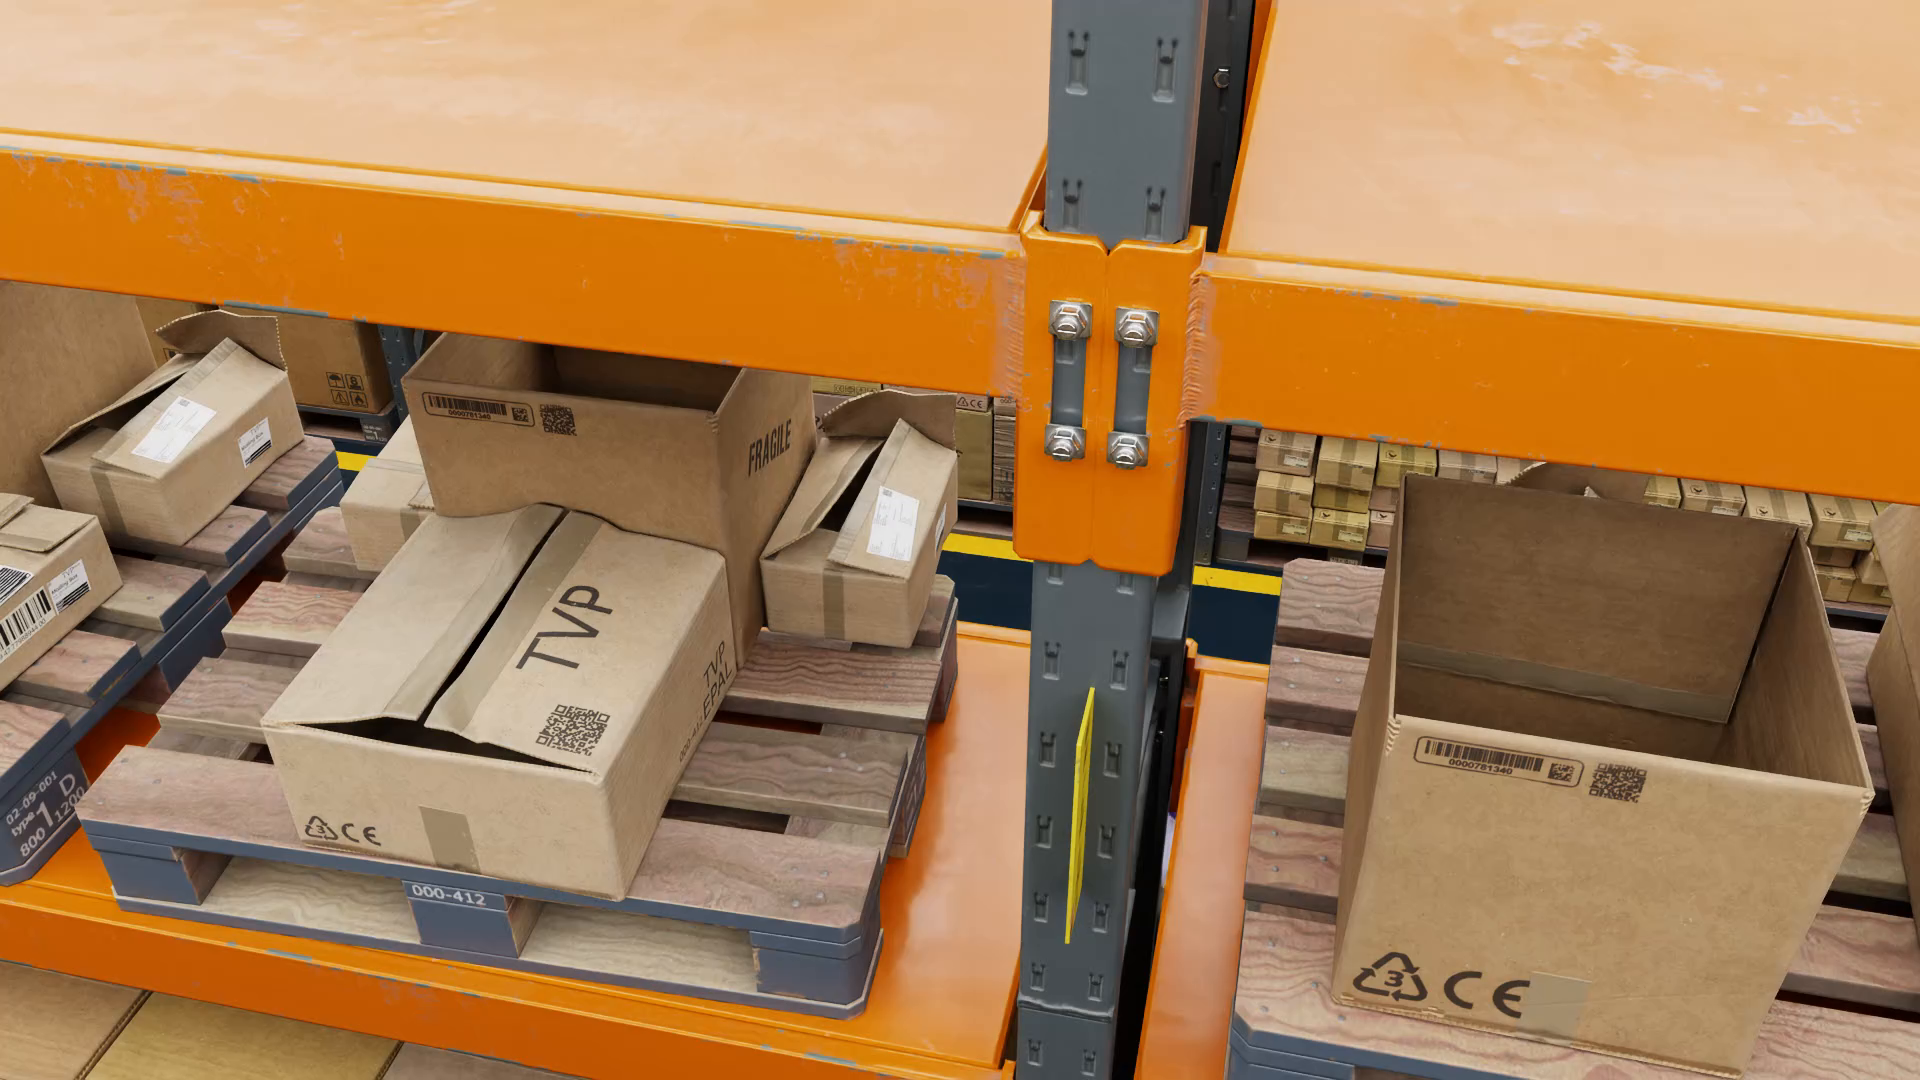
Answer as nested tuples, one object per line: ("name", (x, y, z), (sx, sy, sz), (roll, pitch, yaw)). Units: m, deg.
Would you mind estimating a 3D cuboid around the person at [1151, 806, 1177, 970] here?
("person", (0.606, 1.235, 5.729), (0.509, 0.799, 0.838), (8, 37, 10))
